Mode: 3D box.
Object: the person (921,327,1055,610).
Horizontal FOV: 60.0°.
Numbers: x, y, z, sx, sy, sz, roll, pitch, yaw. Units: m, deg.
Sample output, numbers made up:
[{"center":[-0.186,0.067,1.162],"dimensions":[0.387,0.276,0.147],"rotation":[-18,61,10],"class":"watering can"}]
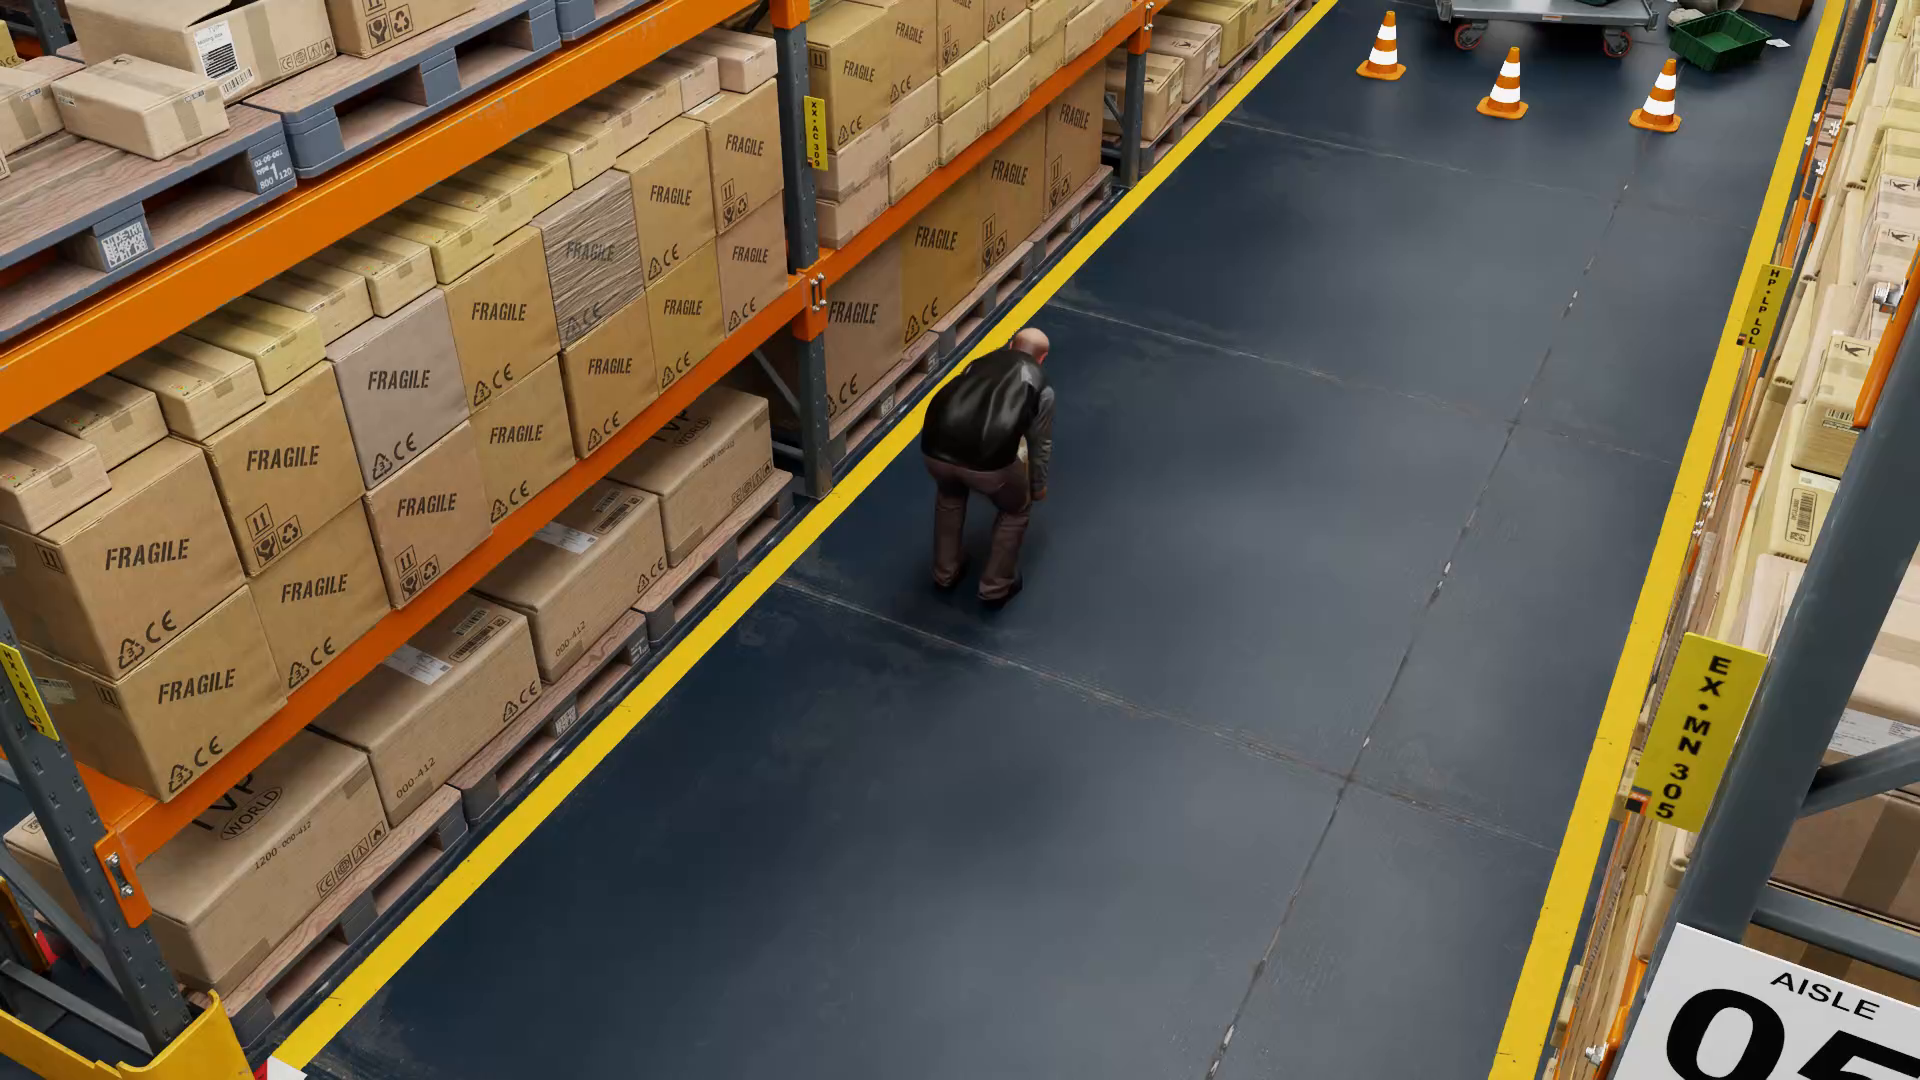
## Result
[{"center":[0.171,-0.339,7.713],"dimensions":[0.467,1.105,0.959],"rotation":[16,41,20],"class":"person"}]
